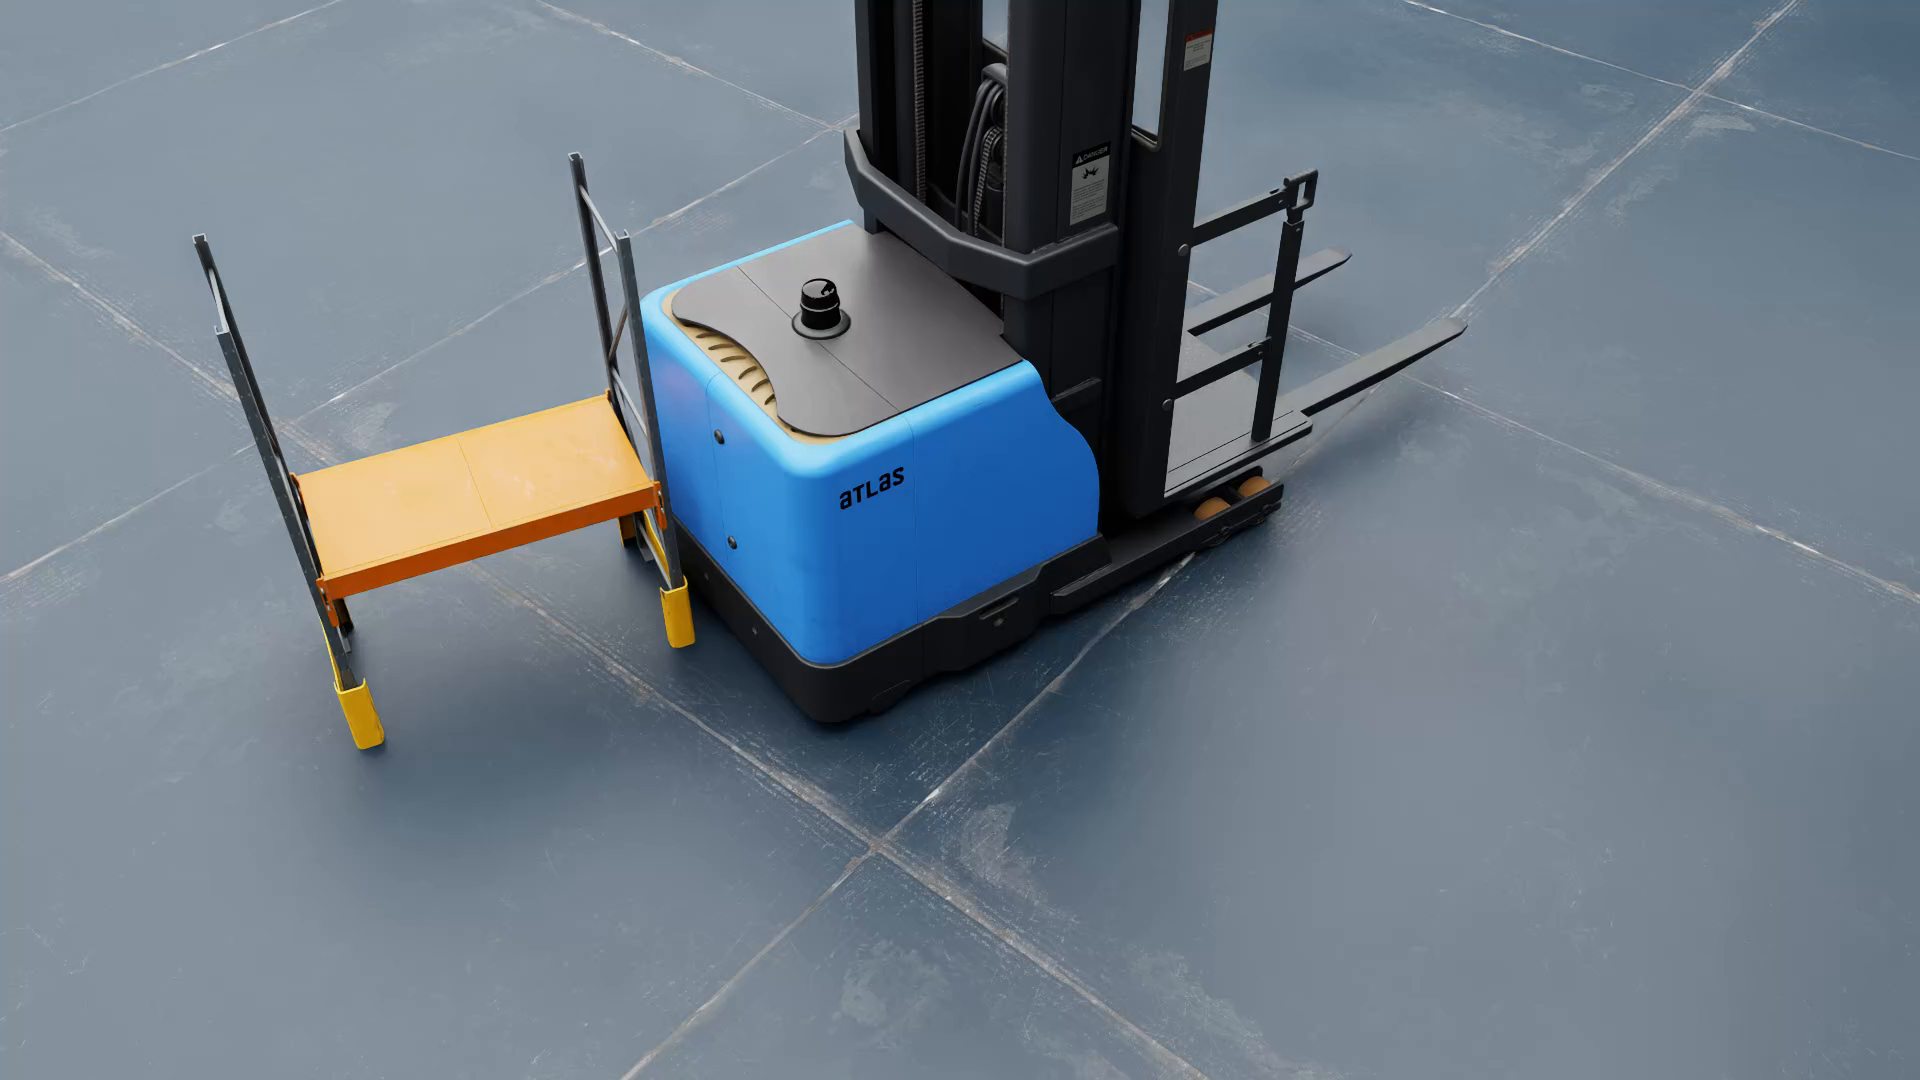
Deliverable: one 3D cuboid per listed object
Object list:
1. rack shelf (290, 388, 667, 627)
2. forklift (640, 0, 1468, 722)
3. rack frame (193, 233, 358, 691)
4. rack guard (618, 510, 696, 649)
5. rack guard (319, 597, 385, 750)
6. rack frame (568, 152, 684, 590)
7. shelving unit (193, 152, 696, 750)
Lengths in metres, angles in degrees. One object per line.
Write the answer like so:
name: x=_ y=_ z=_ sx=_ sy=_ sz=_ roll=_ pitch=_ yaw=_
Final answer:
rack shelf: x=-1.455 y=-0.117 z=5.031 sx=1.000 sy=0.185 sz=0.538 roll=-18 pitch=45 yaw=-18
forklift: x=0.508 y=-1.329 z=5.033 sx=3.031 sy=2.935 sz=1.130 roll=-26 pitch=48 yaw=-25
rack frame: x=-1.914 y=-0.104 z=4.750 sx=0.032 sy=1.500 sz=0.500 roll=-18 pitch=45 yaw=-18
rack guard: x=-1.012 y=0.072 z=5.485 sx=0.087 sy=0.250 sz=0.587 roll=-18 pitch=45 yaw=-18
rack guard: x=-1.913 y=0.358 z=5.171 sx=0.087 sy=0.250 sz=0.587 roll=-18 pitch=45 yaw=-18
rack frame: x=-0.995 y=-0.396 z=5.070 sx=0.032 sy=1.500 sz=0.500 roll=-18 pitch=45 yaw=-18
shelving unit: x=-1.463 y=-0.247 z=4.907 sx=1.083 sy=1.500 sz=0.587 roll=-18 pitch=45 yaw=-18
